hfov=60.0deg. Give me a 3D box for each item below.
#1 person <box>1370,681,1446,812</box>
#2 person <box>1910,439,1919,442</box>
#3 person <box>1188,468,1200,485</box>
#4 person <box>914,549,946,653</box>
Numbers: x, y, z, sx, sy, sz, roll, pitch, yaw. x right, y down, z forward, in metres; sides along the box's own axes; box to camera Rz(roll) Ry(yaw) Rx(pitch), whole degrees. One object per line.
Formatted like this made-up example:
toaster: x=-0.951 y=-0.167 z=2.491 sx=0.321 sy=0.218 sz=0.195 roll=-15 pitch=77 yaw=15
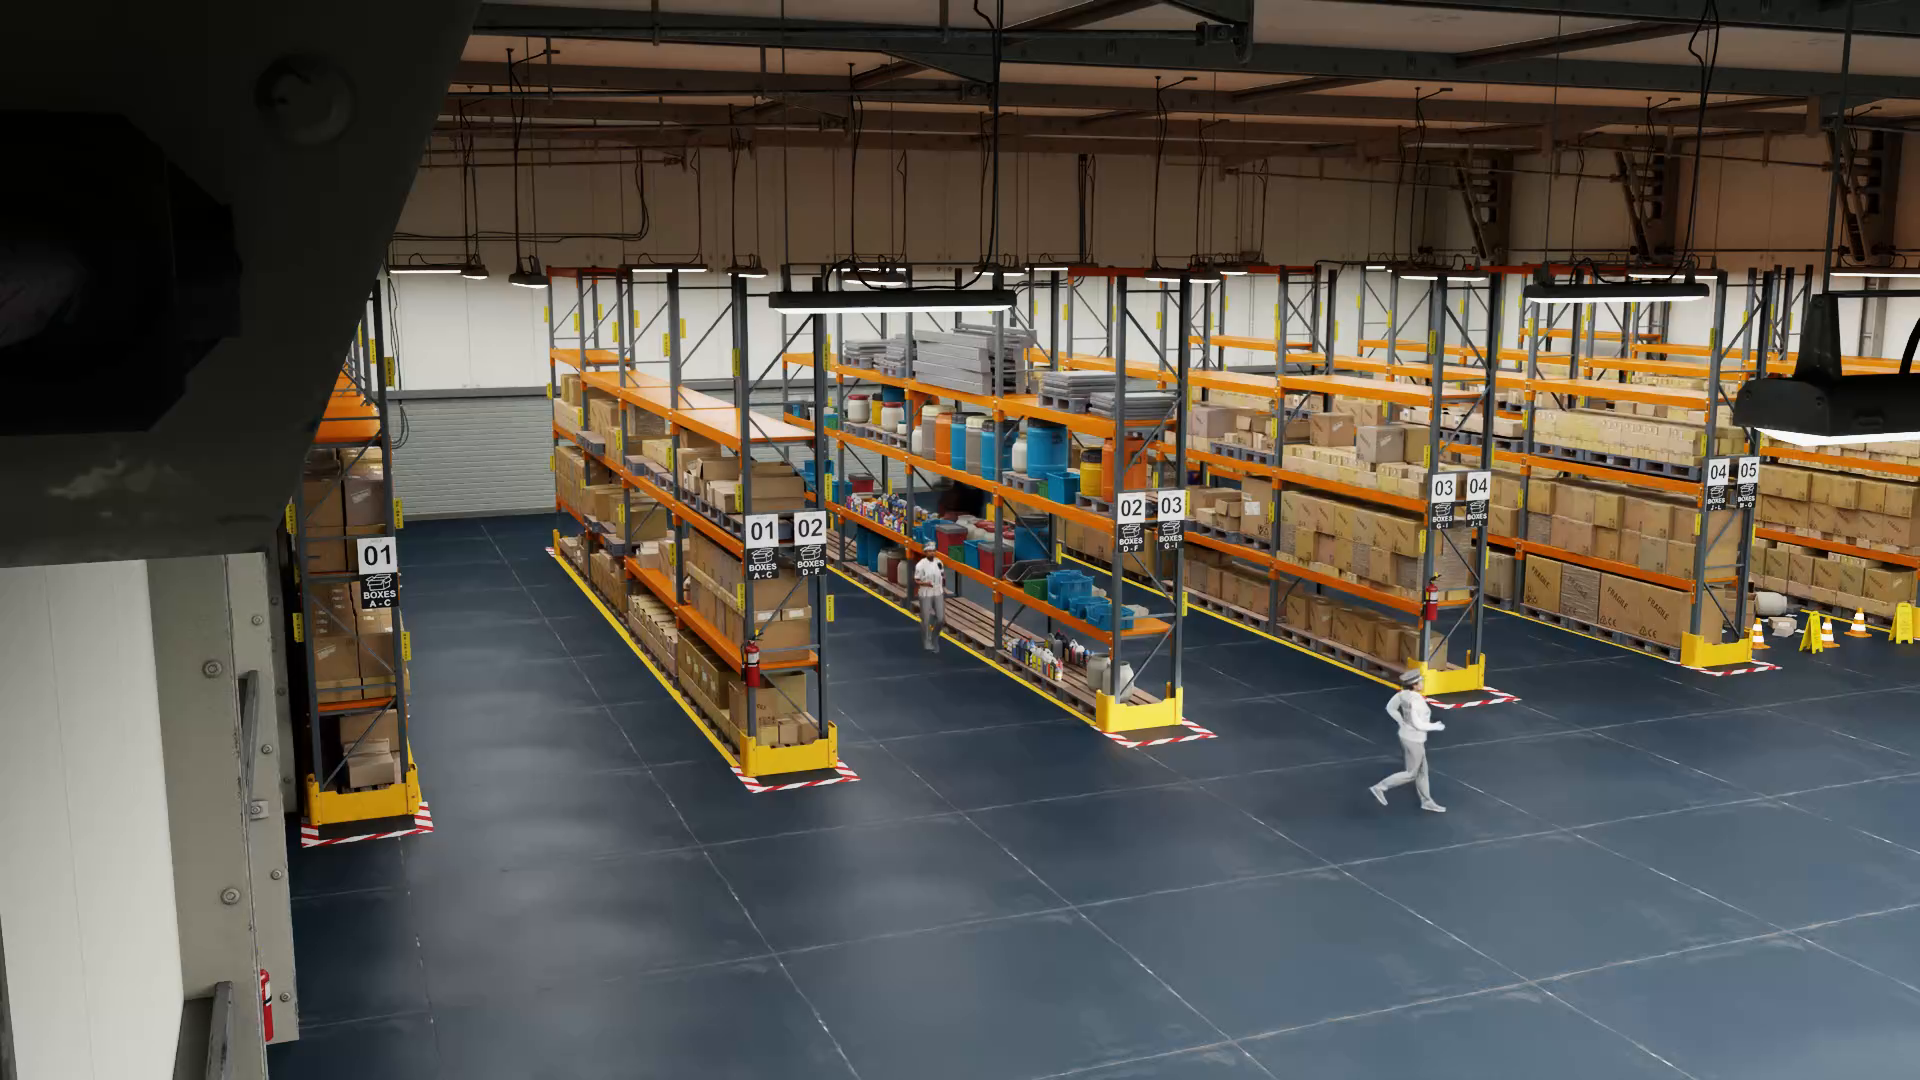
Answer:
person: x=5.078 y=2.289 z=18.761 sx=0.901 sy=1.649 sz=0.616 roll=0 pitch=10 yaw=-2
person: x=14.027 y=-1.455 z=34.939 sx=3.963 sy=3.211 sz=15.115 roll=-5 pitch=11 yaw=-27
person: x=5.895 y=-1.642 z=41.727 sx=0.634 sy=1.550 sz=0.708 roll=1 pitch=10 yaw=4
person: x=-0.406 y=0.902 z=25.196 sx=0.561 sy=1.696 sz=0.597 roll=-4 pitch=11 yaw=-21
